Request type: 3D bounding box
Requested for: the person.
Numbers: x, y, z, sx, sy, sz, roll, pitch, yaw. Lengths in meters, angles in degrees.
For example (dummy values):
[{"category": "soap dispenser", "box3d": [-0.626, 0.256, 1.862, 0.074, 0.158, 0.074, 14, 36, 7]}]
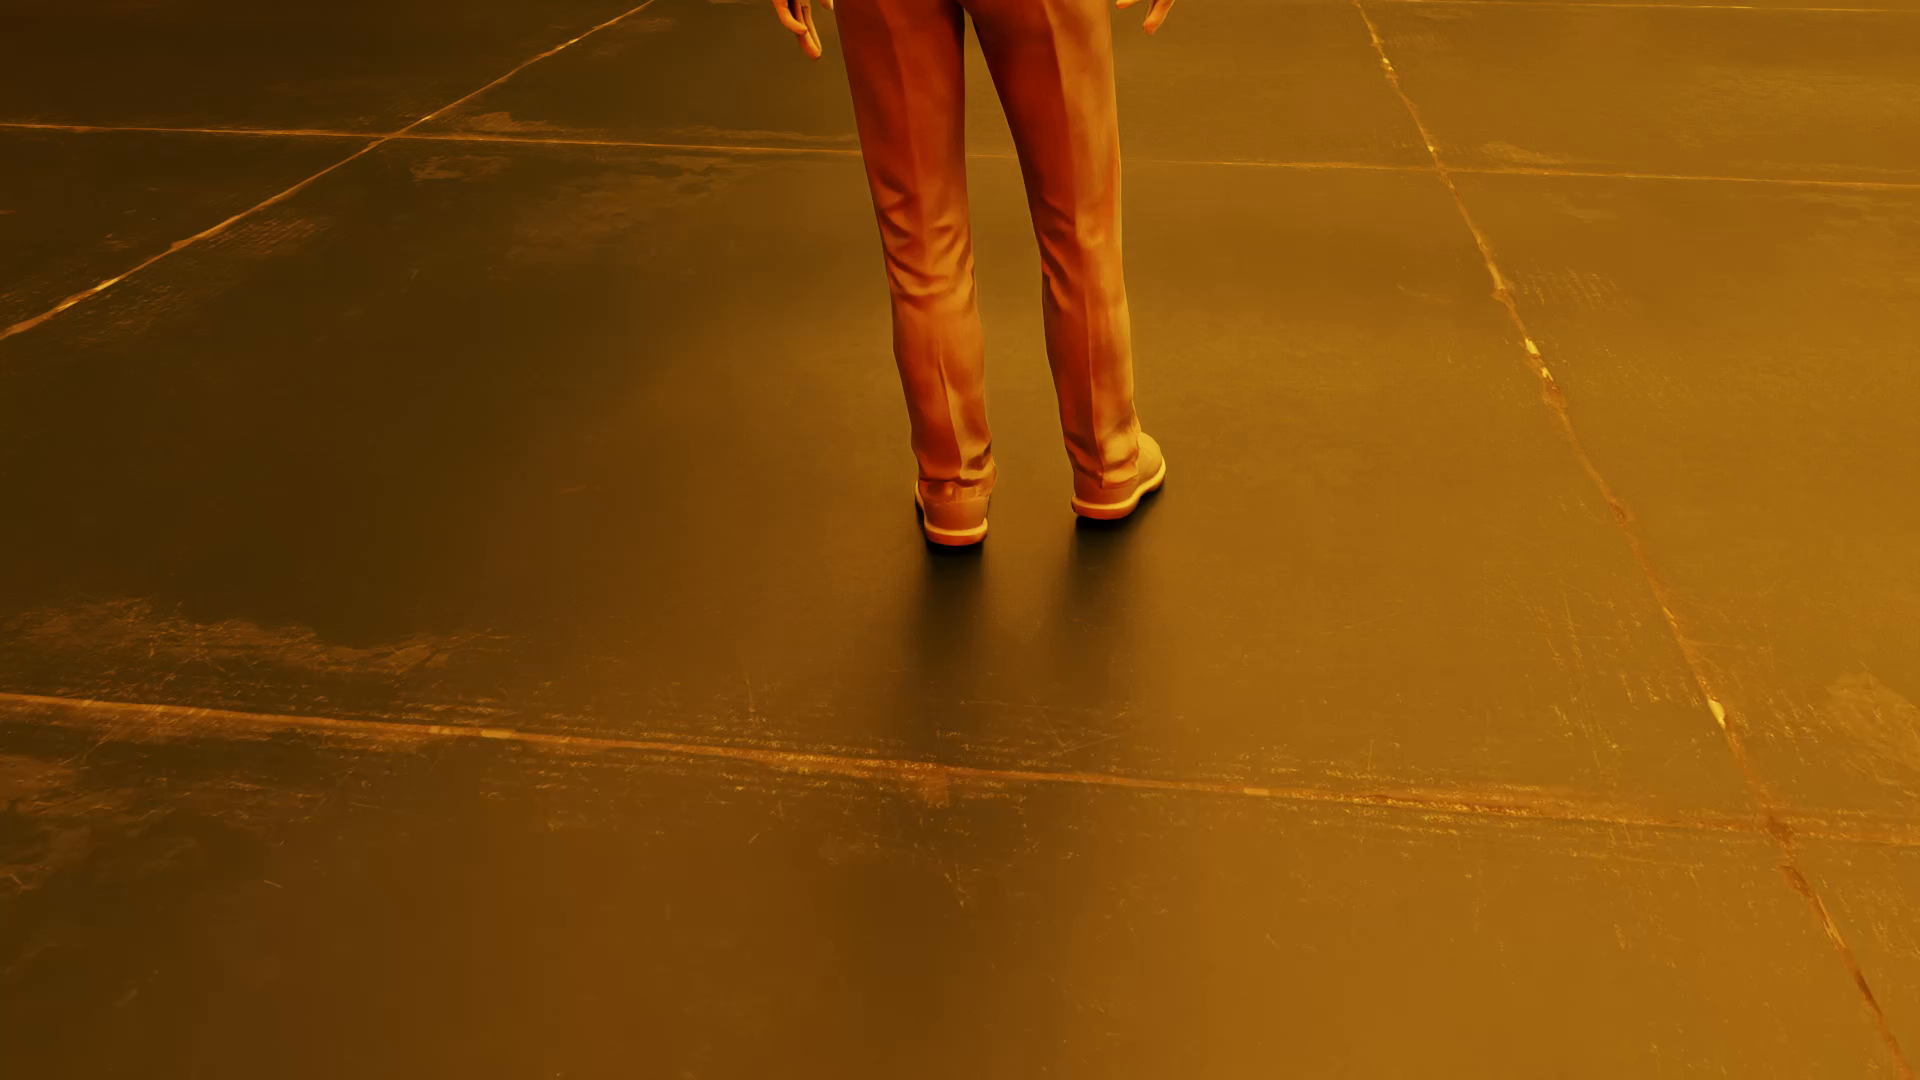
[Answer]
[{"category": "person", "box3d": [0.016, -0.795, 2.179, 0.586, 1.694, 0.530, 3, 27, 7]}]
